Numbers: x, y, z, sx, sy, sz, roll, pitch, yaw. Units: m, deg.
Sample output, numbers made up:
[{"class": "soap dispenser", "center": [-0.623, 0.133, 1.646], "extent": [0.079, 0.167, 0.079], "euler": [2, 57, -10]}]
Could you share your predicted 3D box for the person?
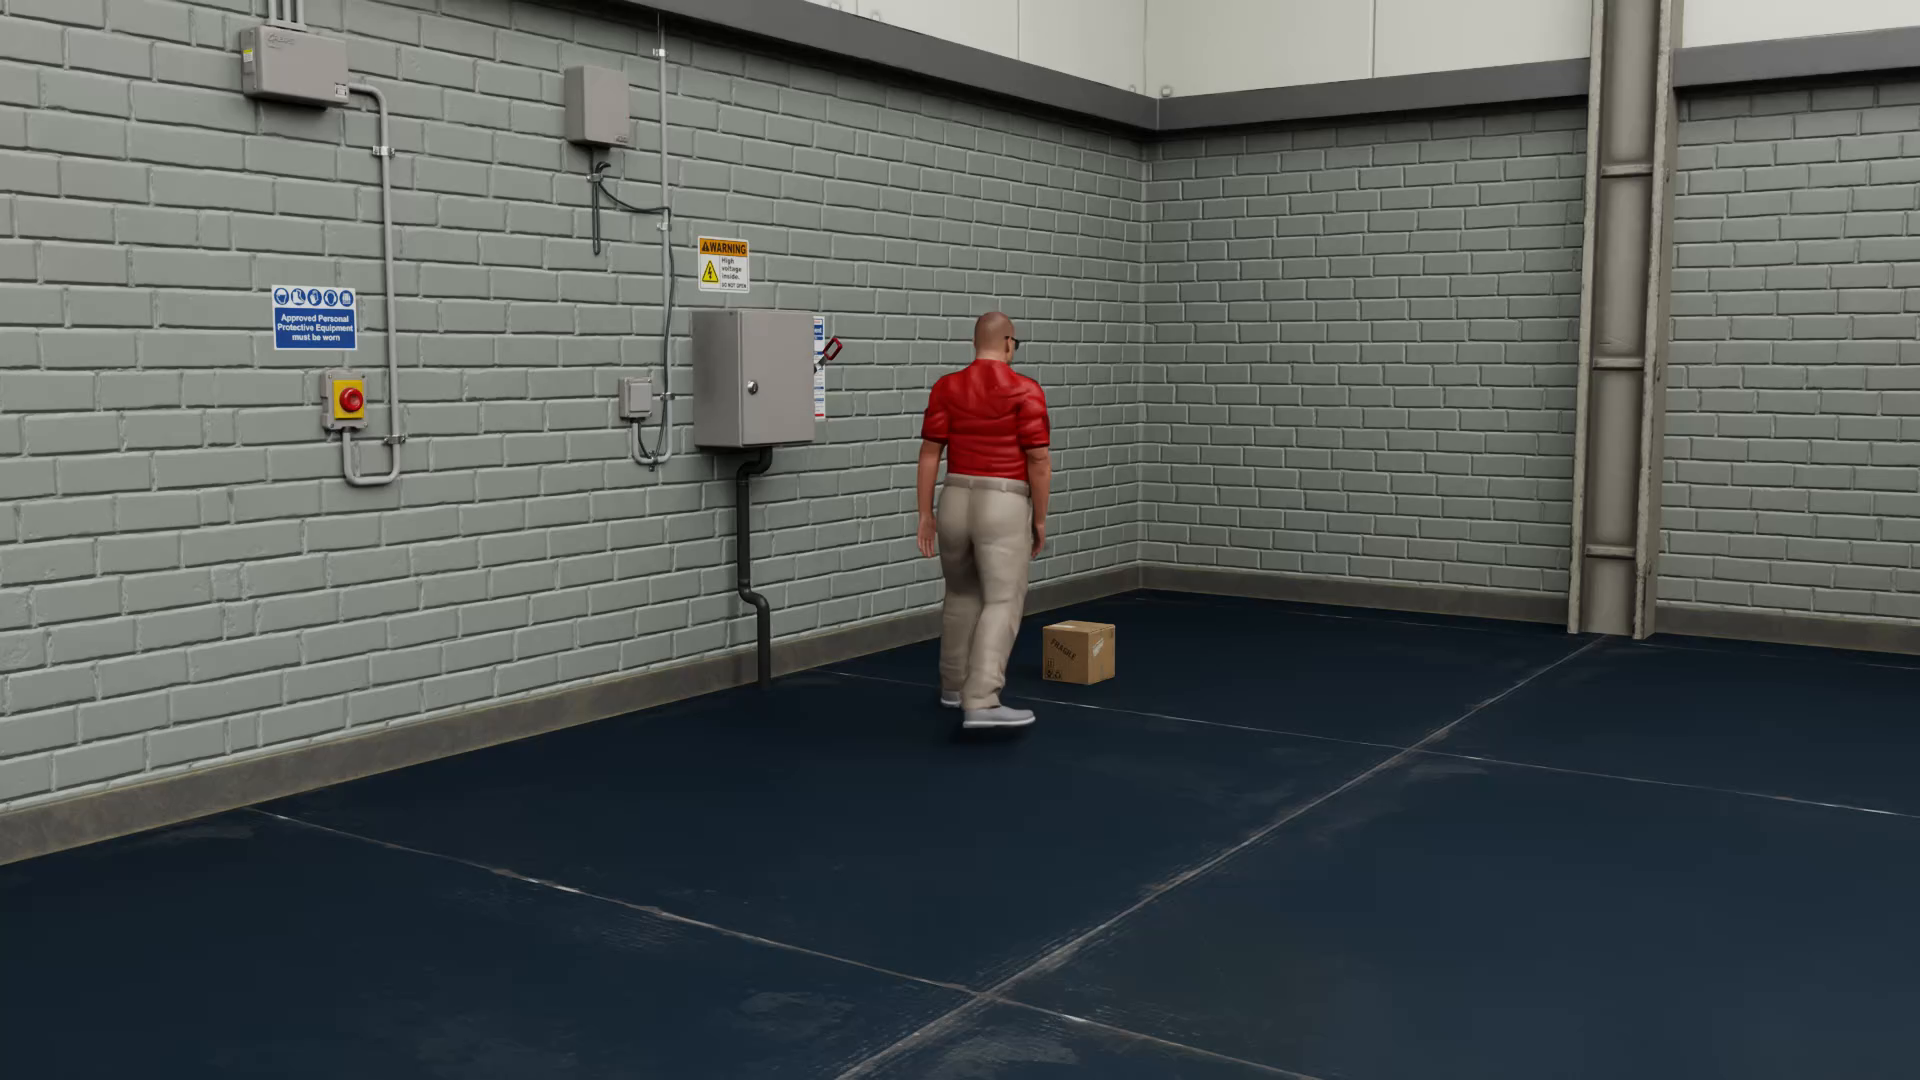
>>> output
[{"class": "person", "center": [0.100, -0.095, 6.848], "extent": [0.636, 1.682, 0.847], "euler": [3, 7, 28]}]
